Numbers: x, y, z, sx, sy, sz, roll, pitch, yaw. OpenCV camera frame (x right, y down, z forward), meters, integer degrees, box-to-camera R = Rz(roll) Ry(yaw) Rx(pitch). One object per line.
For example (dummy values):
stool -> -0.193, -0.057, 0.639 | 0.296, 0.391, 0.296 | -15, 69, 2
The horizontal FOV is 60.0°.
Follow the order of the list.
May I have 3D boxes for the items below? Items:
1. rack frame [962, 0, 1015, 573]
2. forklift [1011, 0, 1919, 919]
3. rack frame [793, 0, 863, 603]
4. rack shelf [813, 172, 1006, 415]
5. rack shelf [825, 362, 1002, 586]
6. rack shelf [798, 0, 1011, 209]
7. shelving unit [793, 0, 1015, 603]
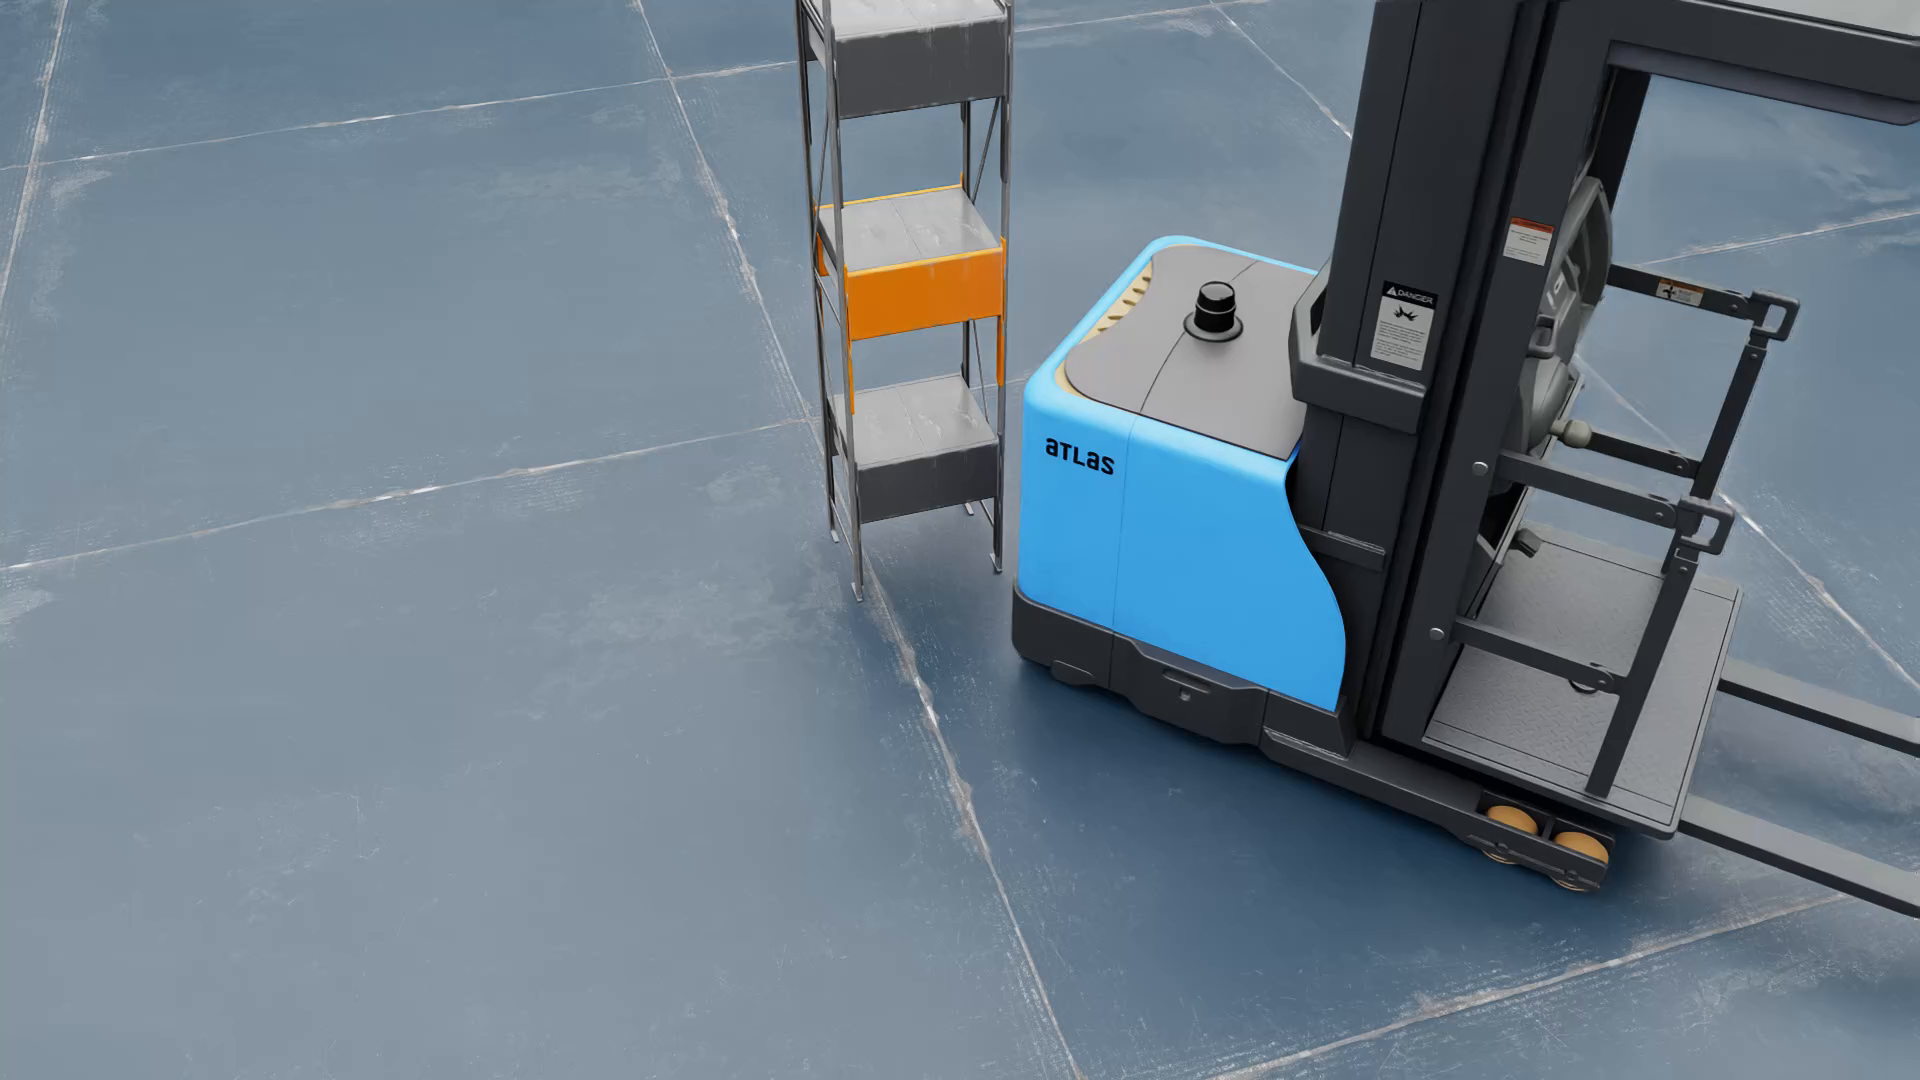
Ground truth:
rack frame -> 0.075, -0.806, 5.077 | 0.015, 2.100, 0.400 | -12, 42, -13
forklift -> 1.705, -0.531, 4.130 | 3.031, 2.935, 1.130 | 20, 45, 21
rack frame -> -0.391, -0.710, 4.967 | 0.015, 2.100, 0.400 | -12, 42, -13
rack shelf -> -0.158, -0.748, 5.031 | 0.480, 0.518, 0.431 | -12, 42, -13
rack shelf -> -0.158, -0.221, 5.491 | 0.480, 0.518, 0.431 | -12, 42, -13
rack shelf -> -0.158, -1.275, 4.570 | 0.480, 0.518, 0.431 | -12, 42, -13
shelving unit -> -0.158, -0.758, 5.022 | 0.503, 2.100, 0.431 | -12, 42, -13
